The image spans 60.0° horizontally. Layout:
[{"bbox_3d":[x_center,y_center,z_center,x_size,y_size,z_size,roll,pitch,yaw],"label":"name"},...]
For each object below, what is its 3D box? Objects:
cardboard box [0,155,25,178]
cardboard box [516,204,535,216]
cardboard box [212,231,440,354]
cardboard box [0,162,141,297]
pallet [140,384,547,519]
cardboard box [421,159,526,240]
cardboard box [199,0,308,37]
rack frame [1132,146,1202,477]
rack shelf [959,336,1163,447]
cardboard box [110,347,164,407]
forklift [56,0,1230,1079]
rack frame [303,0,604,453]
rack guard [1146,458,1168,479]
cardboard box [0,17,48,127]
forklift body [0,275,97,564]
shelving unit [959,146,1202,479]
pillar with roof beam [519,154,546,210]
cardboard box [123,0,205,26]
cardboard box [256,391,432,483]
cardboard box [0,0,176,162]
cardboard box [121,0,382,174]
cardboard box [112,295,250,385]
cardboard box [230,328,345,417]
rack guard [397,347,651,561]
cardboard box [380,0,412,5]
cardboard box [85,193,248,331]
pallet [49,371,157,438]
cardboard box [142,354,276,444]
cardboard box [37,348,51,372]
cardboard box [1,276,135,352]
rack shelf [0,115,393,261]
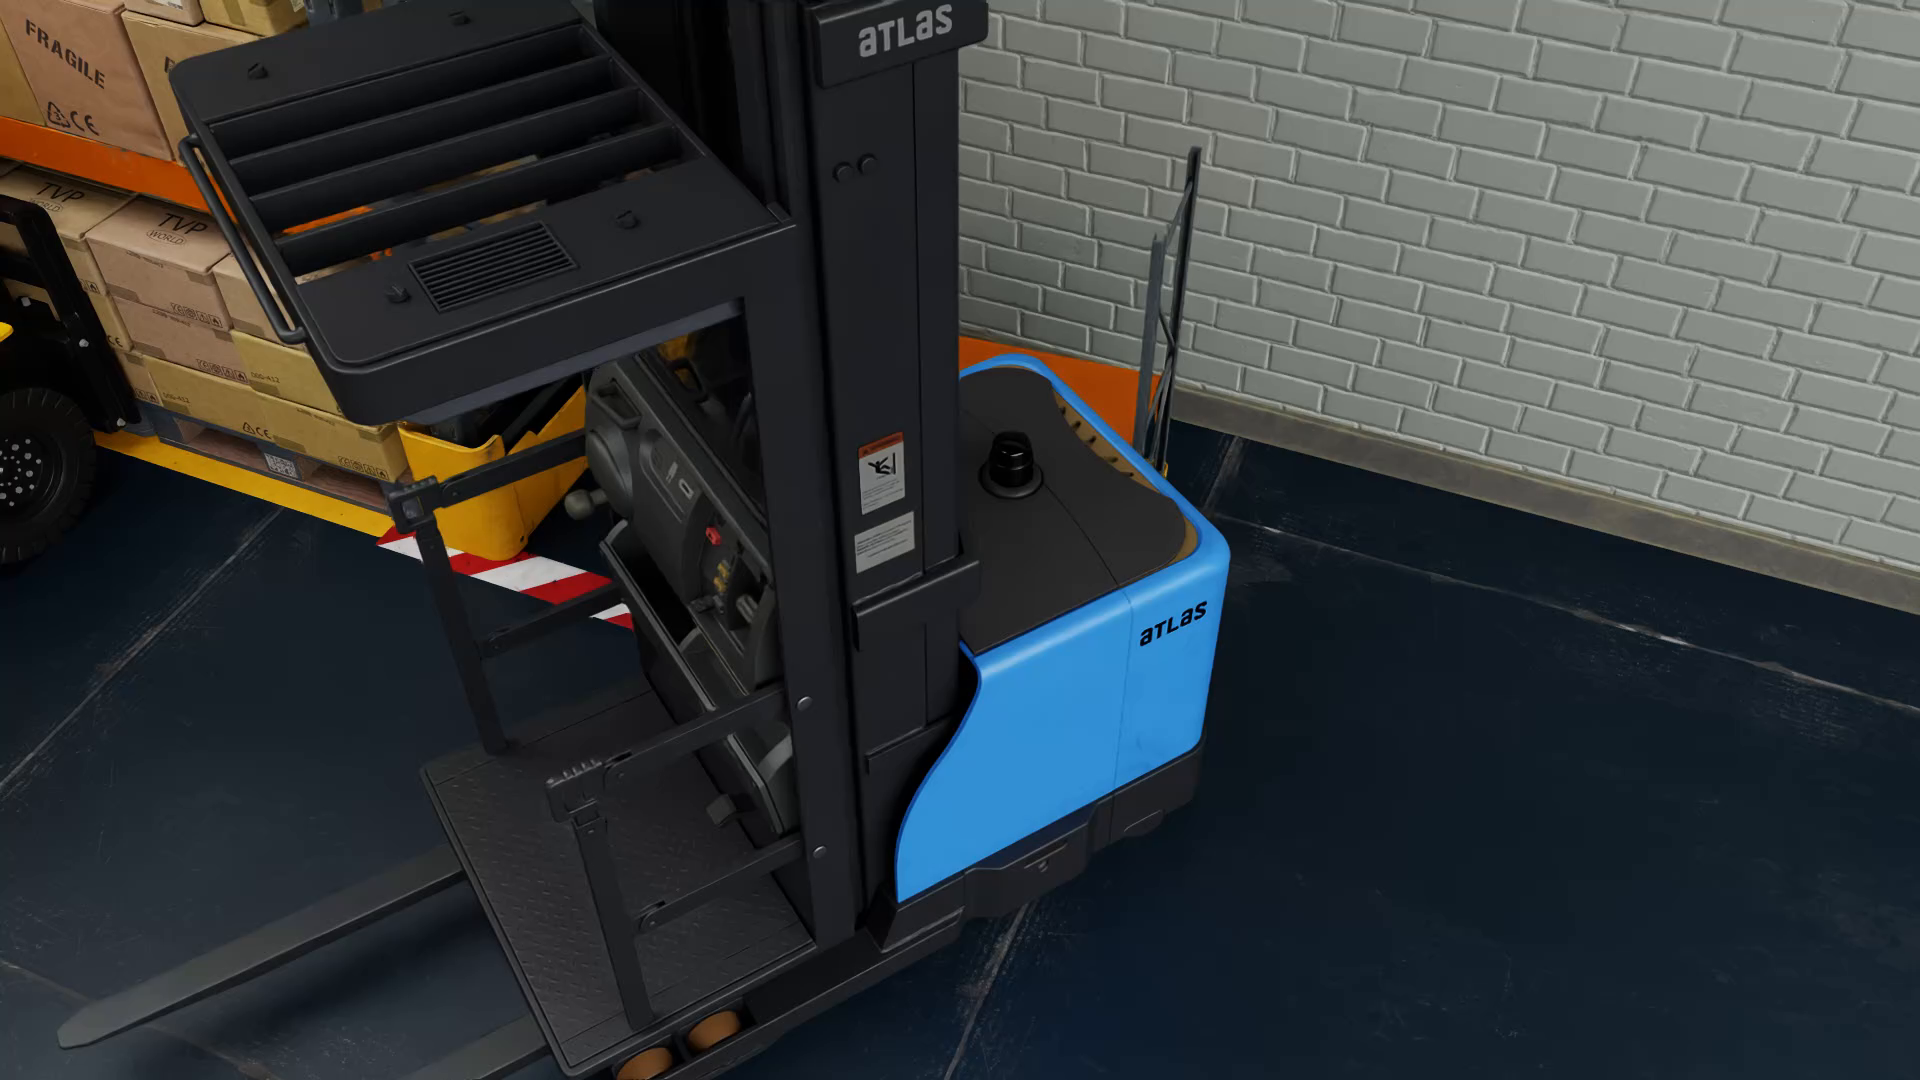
[{"bbox_3d":[-3.447,-1.268,5.841,0.500,0.250,0.500,16,47,15],"label":"cardboard box"},{"bbox_3d":[-1.849,-1.024,5.950,0.500,0.250,0.500,17,47,17],"label":"cardboard box"},{"bbox_3d":[-2.040,-0.860,5.431,0.500,0.250,0.500,18,48,17],"label":"cardboard box"},{"bbox_3d":[-2.983,-1.126,5.697,0.500,0.250,0.500,17,47,16],"label":"cardboard box"},{"bbox_3d":[-2.217,-0.602,6.205,1.213,0.211,1.003,16,47,16],"label":"pallet"},{"bbox_3d":[-1.865,-1.192,5.764,0.500,0.250,0.500,16,47,15],"label":"cardboard box"},{"bbox_3d":[-1.922,-1.587,4.687,0.250,0.149,0.380,17,47,16],"label":"cardboard box"},{"bbox_3d":[0.602,-0.426,5.115,0.032,1.500,0.500,13,46,13],"label":"rack frame"},{"bbox_3d":[0.118,-0.408,5.352,1.000,0.185,0.538,13,46,13],"label":"rack shelf"},{"bbox_3d":[-2.963,-0.789,6.068,0.500,0.250,0.500,17,47,16],"label":"cardboard box"},{"bbox_3d":[-0.816,-0.005,3.677,3.031,2.935,1.130,-24,49,-22],"label":"forklift"},{"bbox_3d":[-1.495,-1.410,5.040,0.127,3.000,1.000,16,47,16],"label":"rack frame"},{"bbox_3d":[0.583,0.013,5.560,0.087,0.250,0.587,13,46,13],"label":"rack guard"},{"bbox_3d":[-2.998,-1.694,5.255,0.500,0.500,0.500,16,47,15],"label":"cardboard box"},{"bbox_3d":[-3.947,-0.436,4.663,1.214,2.155,2.313,16,47,16],"label":"forklift body"},{"bbox_3d":[0.109,-0.538,5.227,1.083,1.500,0.587,13,46,13],"label":"shelving unit"},{"bbox_3d":[-3.448,-1.510,0.887,0.400,9.000,9.100,16,47,16],"label":"pillar with roof beam"},{"bbox_3d":[-2.170,-1.637,4.738,0.250,0.149,0.380,17,47,16],"label":"cardboard box"},{"bbox_3d":[-2.050,-0.506,5.783,0.500,0.250,0.500,17,47,16],"label":"cardboard box"},{"bbox_3d":[-2.525,-1.555,5.115,0.500,0.500,0.500,18,48,17],"label":"cardboard box"},{"bbox_3d":[-2.050,-1.408,4.967,0.500,0.500,0.500,15,47,15],"label":"cardboard box"},{"bbox_3d":[-2.523,-0.833,5.758,0.500,0.250,0.500,16,47,15],"label":"cardboard box"},{"bbox_3d":[-2.064,-0.690,5.614,0.500,0.250,0.500,16,47,15],"label":"cardboard box"},{"bbox_3d":[-1.472,-0.517,5.915,0.348,0.500,1.175,16,47,16],"label":"rack guard"},{"bbox_3d":[-1.845,-1.760,5.322,0.500,0.500,0.500,18,48,17],"label":"cardboard box"},{"bbox_3d":[-2.513,-0.995,5.566,0.500,0.250,0.500,17,47,17],"label":"cardboard box"},{"bbox_3d":[-3.339,-0.934,6.539,1.213,0.211,1.003,16,47,16],"label":"pallet"},{"bbox_3d":[-2.505,-0.647,5.925,0.500,0.250,0.500,16,47,16],"label":"cardboard box"},{"bbox_3d":[-3.451,-0.915,6.195,0.500,0.250,0.500,18,48,17],"label":"cardboard box"},{"bbox_3d":[-3.007,-0.959,5.885,0.500,0.250,0.500,15,47,15],"label":"cardboard box"},{"bbox_3d":[-3.340,-1.698,5.840,4.000,0.370,1.077,16,47,16],"label":"rack shelf"}]
